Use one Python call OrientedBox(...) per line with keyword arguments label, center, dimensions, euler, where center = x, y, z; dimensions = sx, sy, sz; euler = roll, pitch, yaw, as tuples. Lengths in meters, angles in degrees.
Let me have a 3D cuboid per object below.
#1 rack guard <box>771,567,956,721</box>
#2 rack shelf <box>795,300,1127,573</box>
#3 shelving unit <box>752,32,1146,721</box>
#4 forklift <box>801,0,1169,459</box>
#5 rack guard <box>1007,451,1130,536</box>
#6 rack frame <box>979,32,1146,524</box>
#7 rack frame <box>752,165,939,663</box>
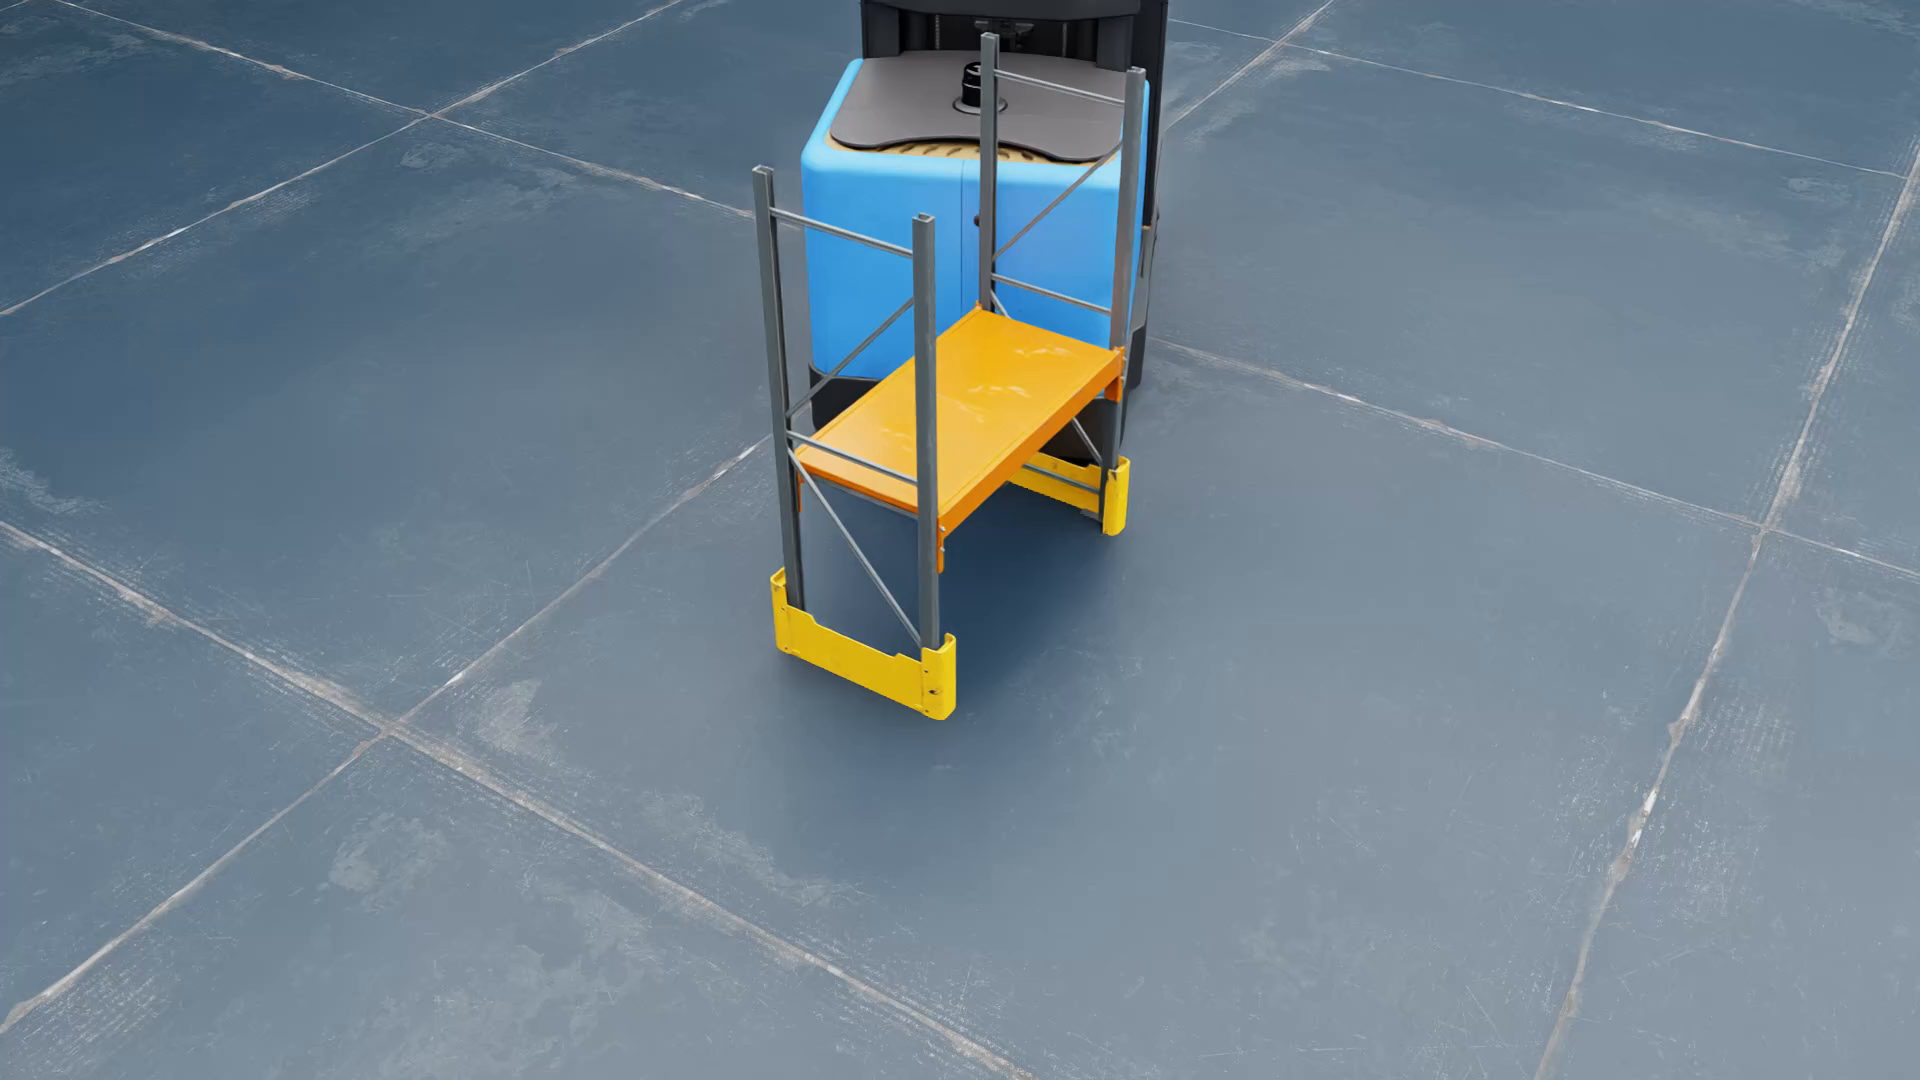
OrientedBox(label="rack guard", center=(-0.273, 0.288, 4.672), dimensions=(0.587, 0.250, 0.087), euler=(21, 42, 25))
OrientedBox(label="rack shelf", center=(0.001, -0.325, 4.738), dimensions=(0.538, 0.185, 1.000), euler=(21, 42, 25))
OrientedBox(label="shelving unit", center=(-0.004, -0.463, 4.622), dimensions=(0.587, 1.500, 1.083), euler=(21, 42, 25))
OrientedBox(label="forklift", center=(0.228, -2.321, 5.860), dimensions=(1.130, 2.935, 3.031), euler=(5, 38, 7))
OrientedBox(label="rack guard", center=(0.265, -0.224, 5.335), dimensions=(0.587, 0.250, 0.087), euler=(21, 42, 25))
OrientedBox(label="rack frame", center=(0.275, -0.729, 4.967), dimensions=(0.500, 1.500, 0.032), euler=(21, 42, 25))
OrientedBox(label="rack frame", center=(-0.274, -0.206, 4.289), dimensions=(0.500, 1.500, 0.032), euler=(21, 42, 25))
